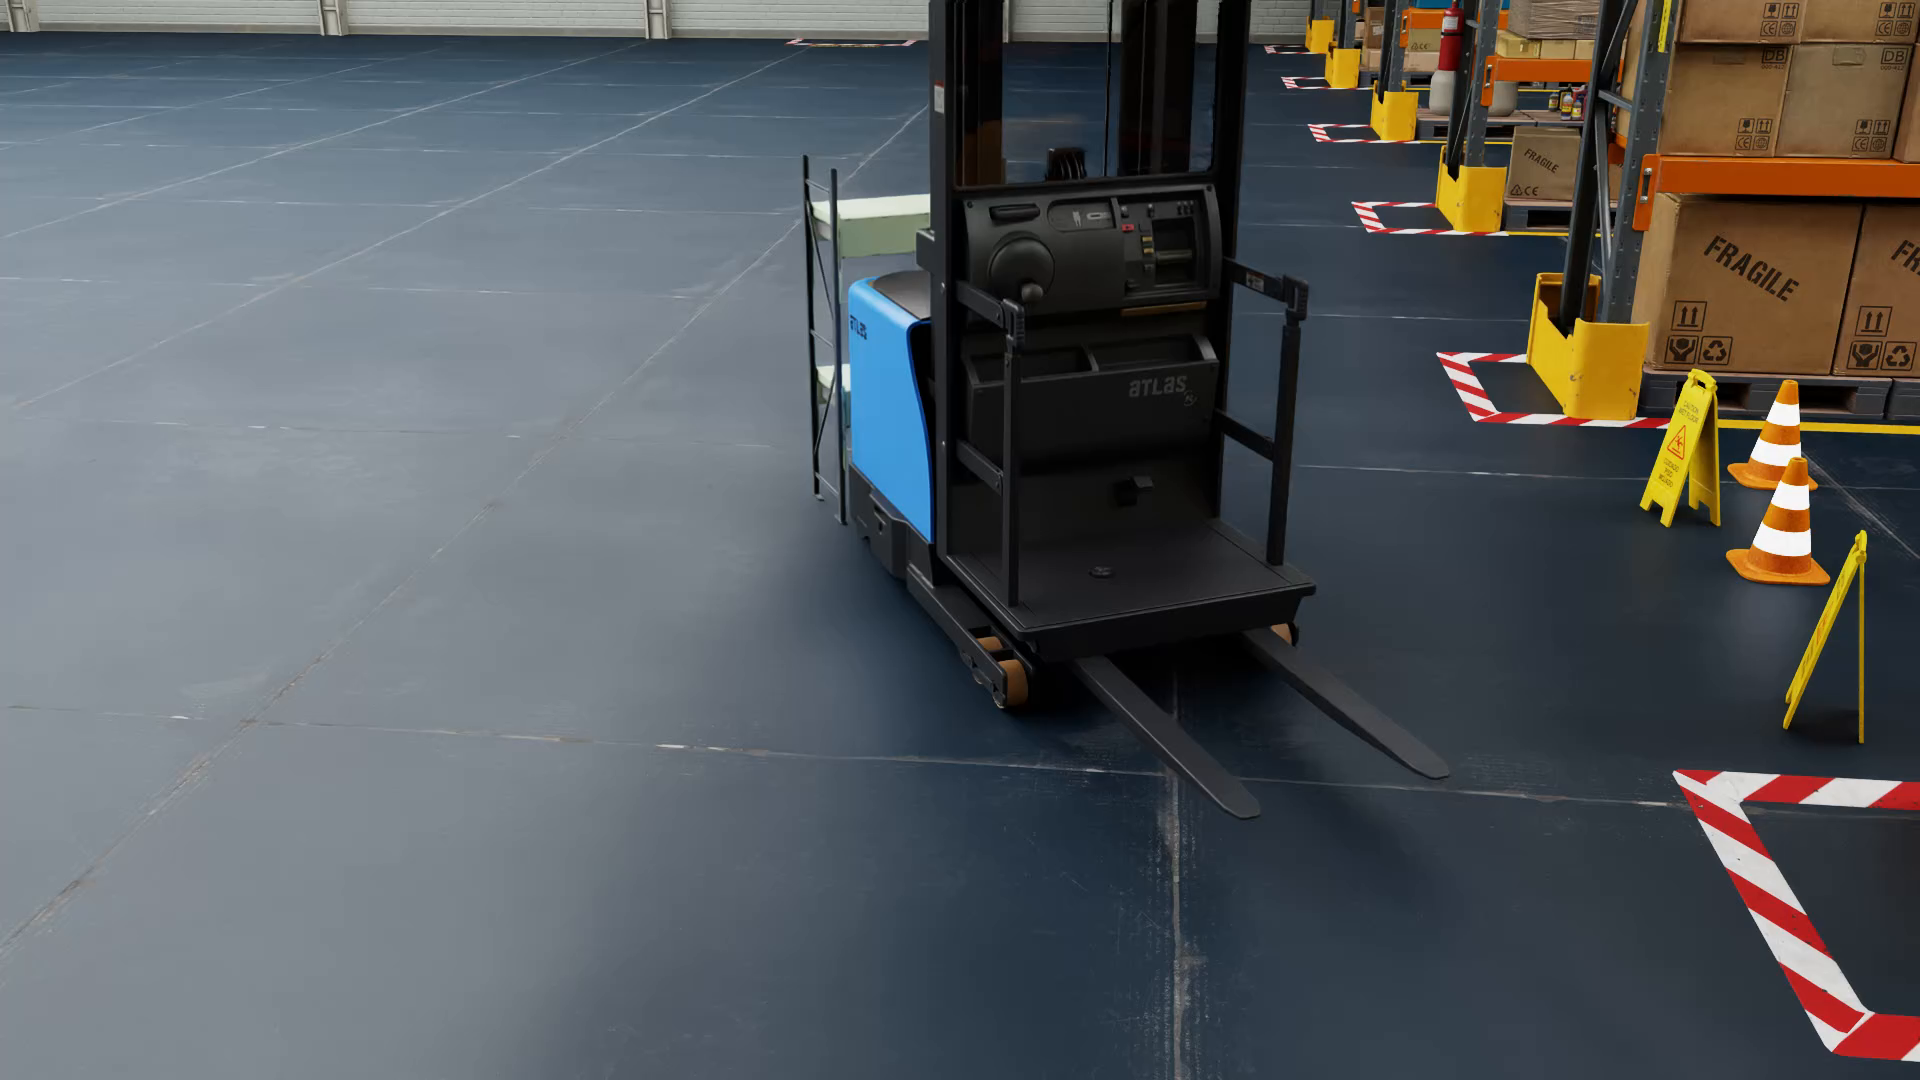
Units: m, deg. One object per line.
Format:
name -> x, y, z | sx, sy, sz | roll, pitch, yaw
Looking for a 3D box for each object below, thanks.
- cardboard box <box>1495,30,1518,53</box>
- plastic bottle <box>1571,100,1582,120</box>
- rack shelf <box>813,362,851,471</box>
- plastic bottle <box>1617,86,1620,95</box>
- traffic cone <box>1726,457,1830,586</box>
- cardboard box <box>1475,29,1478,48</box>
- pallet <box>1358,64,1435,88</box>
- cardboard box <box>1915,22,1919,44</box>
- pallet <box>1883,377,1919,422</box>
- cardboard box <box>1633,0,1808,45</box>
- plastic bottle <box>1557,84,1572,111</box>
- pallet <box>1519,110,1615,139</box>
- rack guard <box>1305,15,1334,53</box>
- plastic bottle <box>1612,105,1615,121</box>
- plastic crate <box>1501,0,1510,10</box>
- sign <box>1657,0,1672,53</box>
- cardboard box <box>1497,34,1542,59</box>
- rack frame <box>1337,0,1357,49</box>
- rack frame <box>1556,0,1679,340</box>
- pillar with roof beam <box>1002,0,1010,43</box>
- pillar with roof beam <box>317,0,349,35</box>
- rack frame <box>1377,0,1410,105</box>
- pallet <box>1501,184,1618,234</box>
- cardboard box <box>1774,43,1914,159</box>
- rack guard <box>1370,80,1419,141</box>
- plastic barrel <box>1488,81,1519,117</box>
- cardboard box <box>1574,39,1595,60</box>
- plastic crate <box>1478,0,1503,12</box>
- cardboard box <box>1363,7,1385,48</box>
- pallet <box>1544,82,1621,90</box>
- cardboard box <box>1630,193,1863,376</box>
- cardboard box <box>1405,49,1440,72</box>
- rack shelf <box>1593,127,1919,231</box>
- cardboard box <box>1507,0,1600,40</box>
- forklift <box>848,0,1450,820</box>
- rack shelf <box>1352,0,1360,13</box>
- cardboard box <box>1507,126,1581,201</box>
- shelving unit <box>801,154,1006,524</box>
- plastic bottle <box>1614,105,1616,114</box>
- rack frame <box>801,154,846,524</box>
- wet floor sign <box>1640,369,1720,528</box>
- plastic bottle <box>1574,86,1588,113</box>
cardboard box -> 4.368, -3.972, 13.249 | 0.250, 0.149, 0.380 | 2, 22, 6
plastic bottle -> 6.511, -4.541, 17.554 | 0.097, 0.201, 0.097 | 0, 22, 0
rack shelf -> -0.237, -0.586, 7.269 | 0.720, 0.370, 0.431 | -9, 23, -21
plastic bottle -> 7.254, -4.847, 18.125 | 0.185, 0.351, 0.144 | 2, 22, 6
traffic cone -> 3.267, -0.101, 6.565 | 0.334, 0.463, 0.336 | 2, 22, 6
cardboard box -> 6.732, -6.766, 22.122 | 0.500, 0.500, 0.500 | 2, 22, 6
pallet -> 5.995, -6.328, 22.659 | 1.213, 0.211, 1.003 | 2, 22, 6
cardboard box -> 4.838, -2.697, 8.010 | 0.550, 0.550, 0.875 | 2, 22, 6
pallet -> 5.388, -0.863, 8.836 | 1.213, 0.211, 1.003 | 2, 22, 6
cardboard box -> 3.741, -2.761, 8.172 | 0.550, 0.550, 0.875 | 2, 22, 6
plastic bottle -> 6.637, -4.858, 18.244 | 0.133, 0.283, 0.061 | 3, 22, 8
pallet -> 6.739, -4.461, 17.936 | 1.213, 0.211, 1.003 | 2, 22, 6
rack guard -> 5.885, -8.286, 27.218 | 0.348, 0.500, 1.175 | 2, 22, 6
plastic bottle -> 6.847, -4.559, 17.504 | 0.097, 0.271, 0.097 | 0, 22, 0
plastic crate -> 5.820, -5.823, 17.790 | 0.408, 0.251, 0.499 | 2, 22, 6
sign -> 3.306, -2.457, 7.789 | 0.005, 0.325, 0.100 | 2, 22, 6
cardboard box -> 4.316, -3.810, 12.838 | 0.250, 0.149, 0.380 | 2, 22, 6
rack frame -> 5.231, -7.643, 22.192 | 0.127, 3.000, 1.000 | 2, 22, 6
rack frame -> 3.377, -2.220, 8.474 | 0.127, 3.000, 1.000 | 2, 22, 6
pillar with roof beam -> 0.142, -11.215, 23.067 | 0.400, 9.000, 9.100 | 2, 22, 6
pillar with roof beam -> -11.775, -11.734, 24.380 | 0.400, 9.000, 9.100 | 2, 22, 6
rack frame -> 4.644, -5.834, 17.618 | 0.127, 3.000, 1.000 | 2, 22, 6
pallet -> 4.939, -2.678, 13.426 | 1.213, 0.211, 1.003 | 2, 22, 6
cardboard box -> 4.300, -2.274, 8.408 | 0.550, 0.550, 0.875 | 2, 22, 6
rack guard -> 4.725, -4.686, 18.112 | 0.348, 0.500, 1.175 | 2, 22, 6
plastic barrel -> 5.804, -4.850, 17.942 | 0.421, 0.512, 0.421 | 0, 22, 0
cardboard box -> 4.808, -3.776, 12.752 | 0.250, 0.149, 0.380 | 2, 22, 6
plastic crate -> 5.495, -5.556, 17.271 | 0.250, 0.136, 0.298 | 2, 22, 6
cardboard box -> 5.798, -6.994, 22.698 | 0.500, 0.500, 0.500 | 2, 22, 6
pallet -> 8.418, -6.223, 22.392 | 1.213, 0.211, 1.003 | 2, 22, 6
cardboard box -> 4.058, -1.422, 8.774 | 0.875, 0.875, 0.875 | 3, 22, 7
cardboard box -> 6.234, -6.435, 22.305 | 0.500, 0.250, 0.500 | 2, 22, 6
rack shelf -> 5.363, -1.798, 8.387 | 4.000, 0.370, 1.077 | 2, 22, 6
cardboard box -> 4.604, -4.177, 12.885 | 0.500, 0.500, 0.875 | 2, 22, 6
forklift -> 0.531, -0.974, 5.416 | 1.130, 2.935, 3.031 | -8, 23, -19
rack shelf -> 7.217, -7.222, 22.105 | 4.000, 0.370, 1.077 | 2, 22, 6
cardboard box -> 4.679, -3.026, 13.342 | 0.500, 0.500, 0.500 | 7, 23, 16
shelving unit -> -0.237, -0.889, 7.149 | 0.755, 1.500, 0.431 | -9, 23, -21
plastic bottle -> 7.098, -4.740, 18.056 | 0.097, 0.201, 0.097 | 0, 22, 0
rack frame -> -0.575, -0.837, 7.018 | 0.023, 1.500, 0.400 | -9, 23, -21
wet floor sign -> 3.115, -0.403, 7.082 | 0.232, 0.644, 0.267 | -1, 22, -3
plastic bottle -> 6.754, -4.797, 18.089 | 0.133, 0.283, 0.061 | 2, 22, 6
